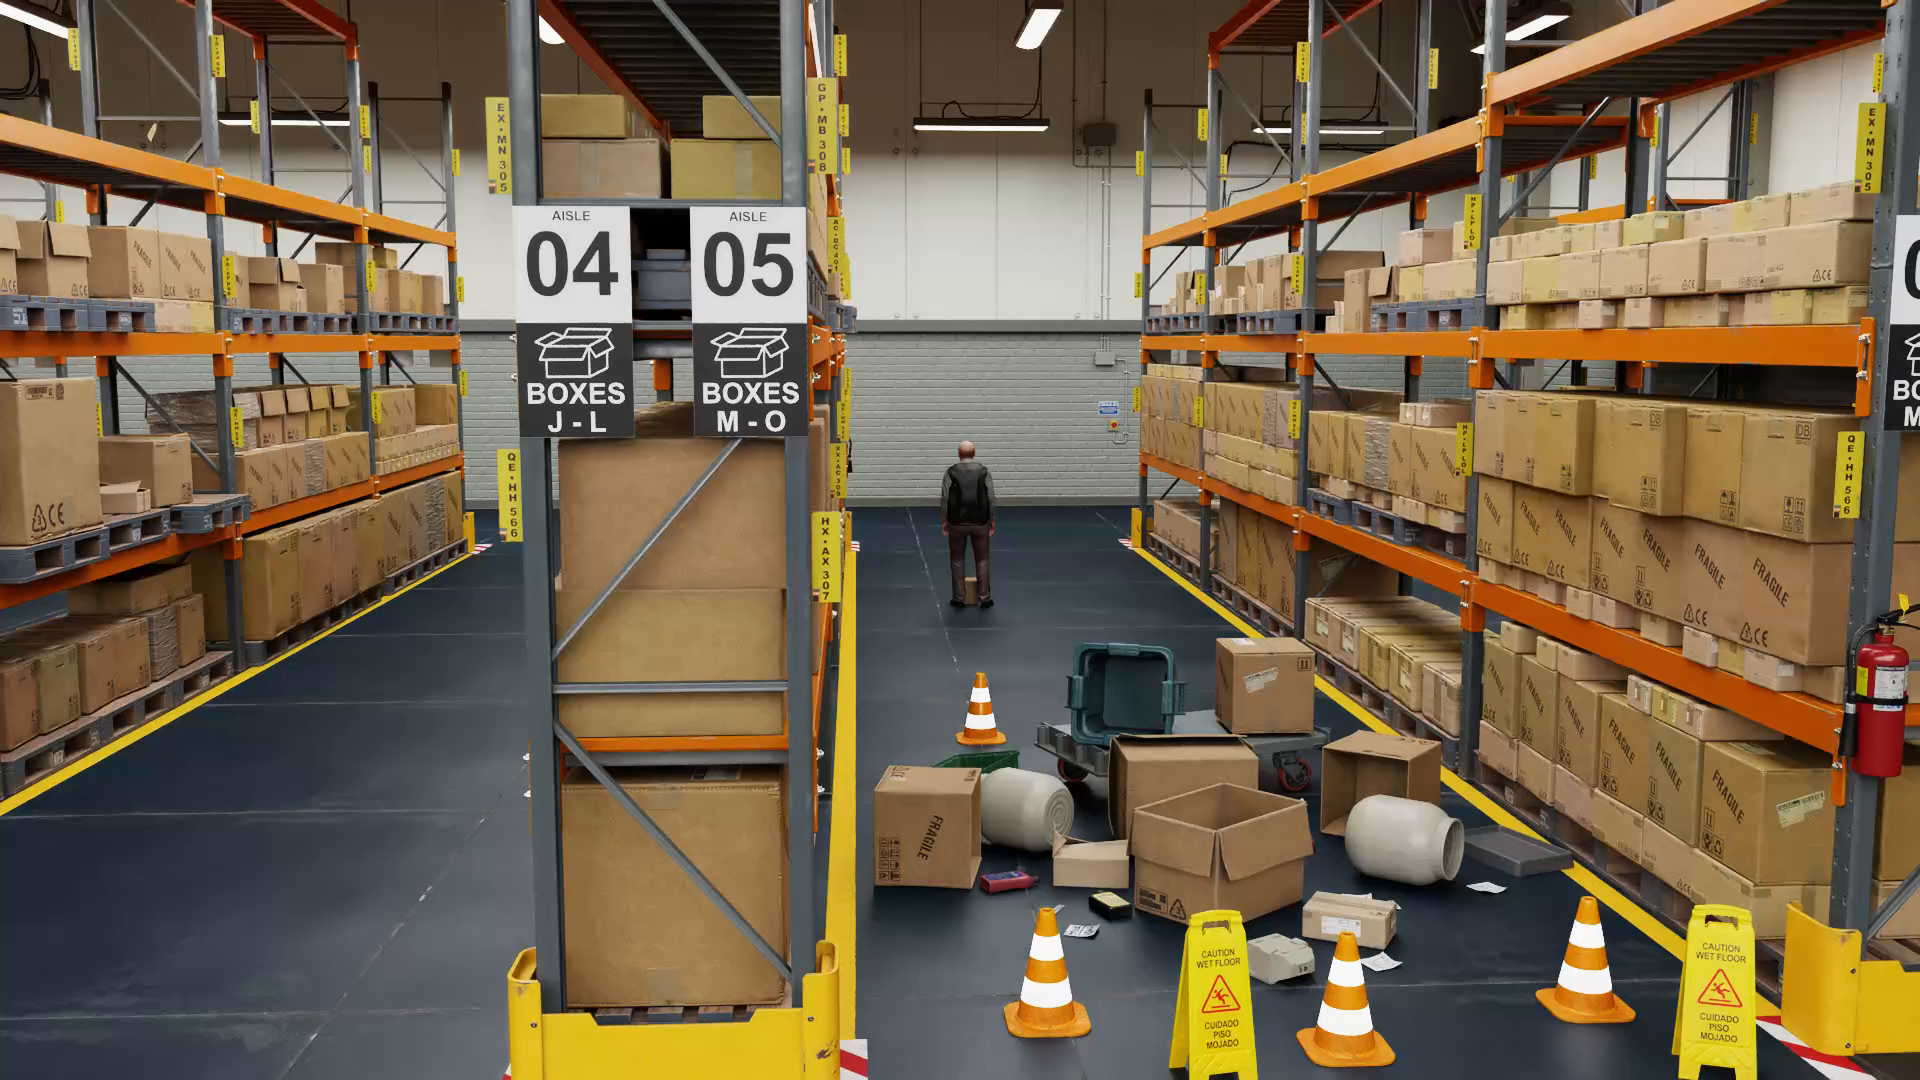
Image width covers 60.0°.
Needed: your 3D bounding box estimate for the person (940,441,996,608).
[{"bbox_3d":[0.086,-0.163,17.209,0.580,1.721,0.464,0,7,-3],"label":"person"}]
